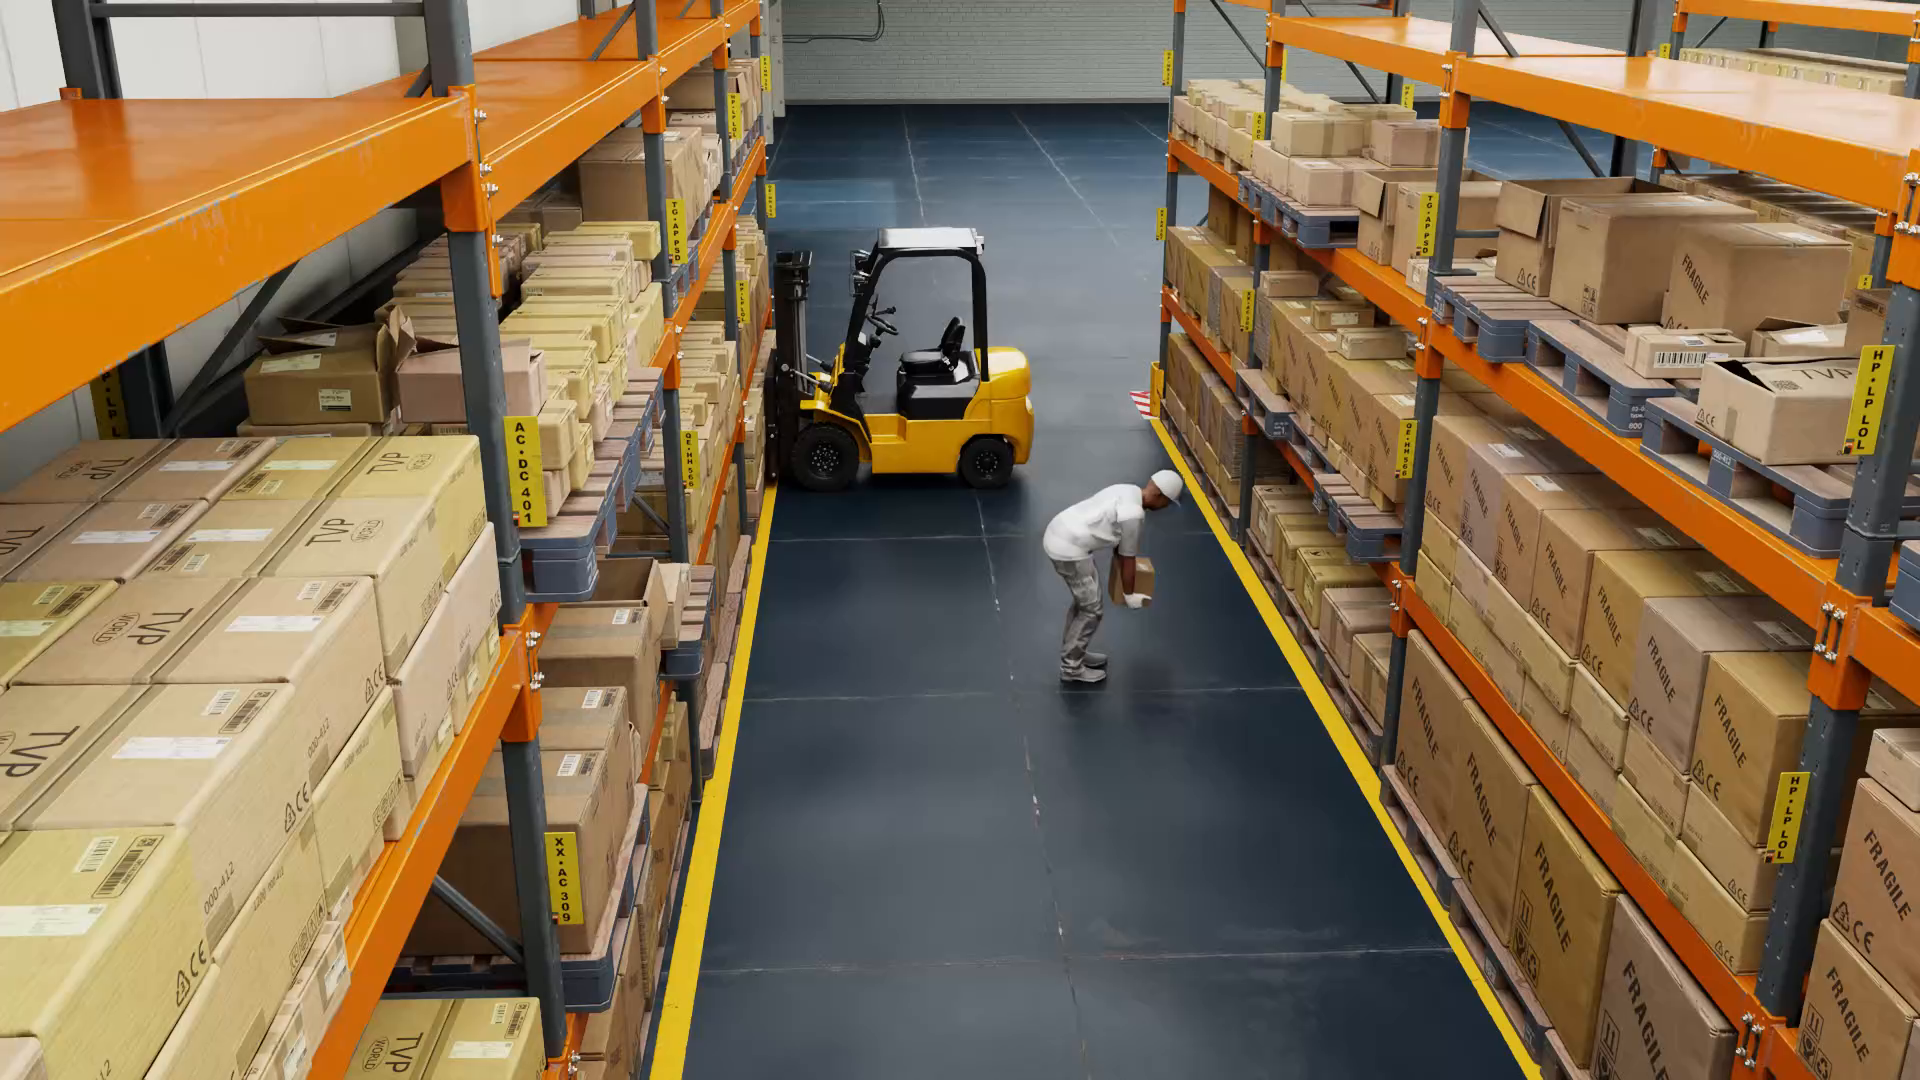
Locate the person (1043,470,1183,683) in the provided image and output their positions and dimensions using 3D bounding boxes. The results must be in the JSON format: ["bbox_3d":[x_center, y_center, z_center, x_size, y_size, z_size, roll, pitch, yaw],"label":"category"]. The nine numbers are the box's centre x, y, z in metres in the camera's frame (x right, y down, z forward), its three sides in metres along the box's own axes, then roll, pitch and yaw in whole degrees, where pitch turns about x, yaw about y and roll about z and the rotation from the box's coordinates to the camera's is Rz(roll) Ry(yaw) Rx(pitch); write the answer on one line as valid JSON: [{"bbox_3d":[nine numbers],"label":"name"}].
[{"bbox_3d":[1.002,0.218,10.998,0.902,1.404,0.484,-2,20,-4],"label":"person"}]
